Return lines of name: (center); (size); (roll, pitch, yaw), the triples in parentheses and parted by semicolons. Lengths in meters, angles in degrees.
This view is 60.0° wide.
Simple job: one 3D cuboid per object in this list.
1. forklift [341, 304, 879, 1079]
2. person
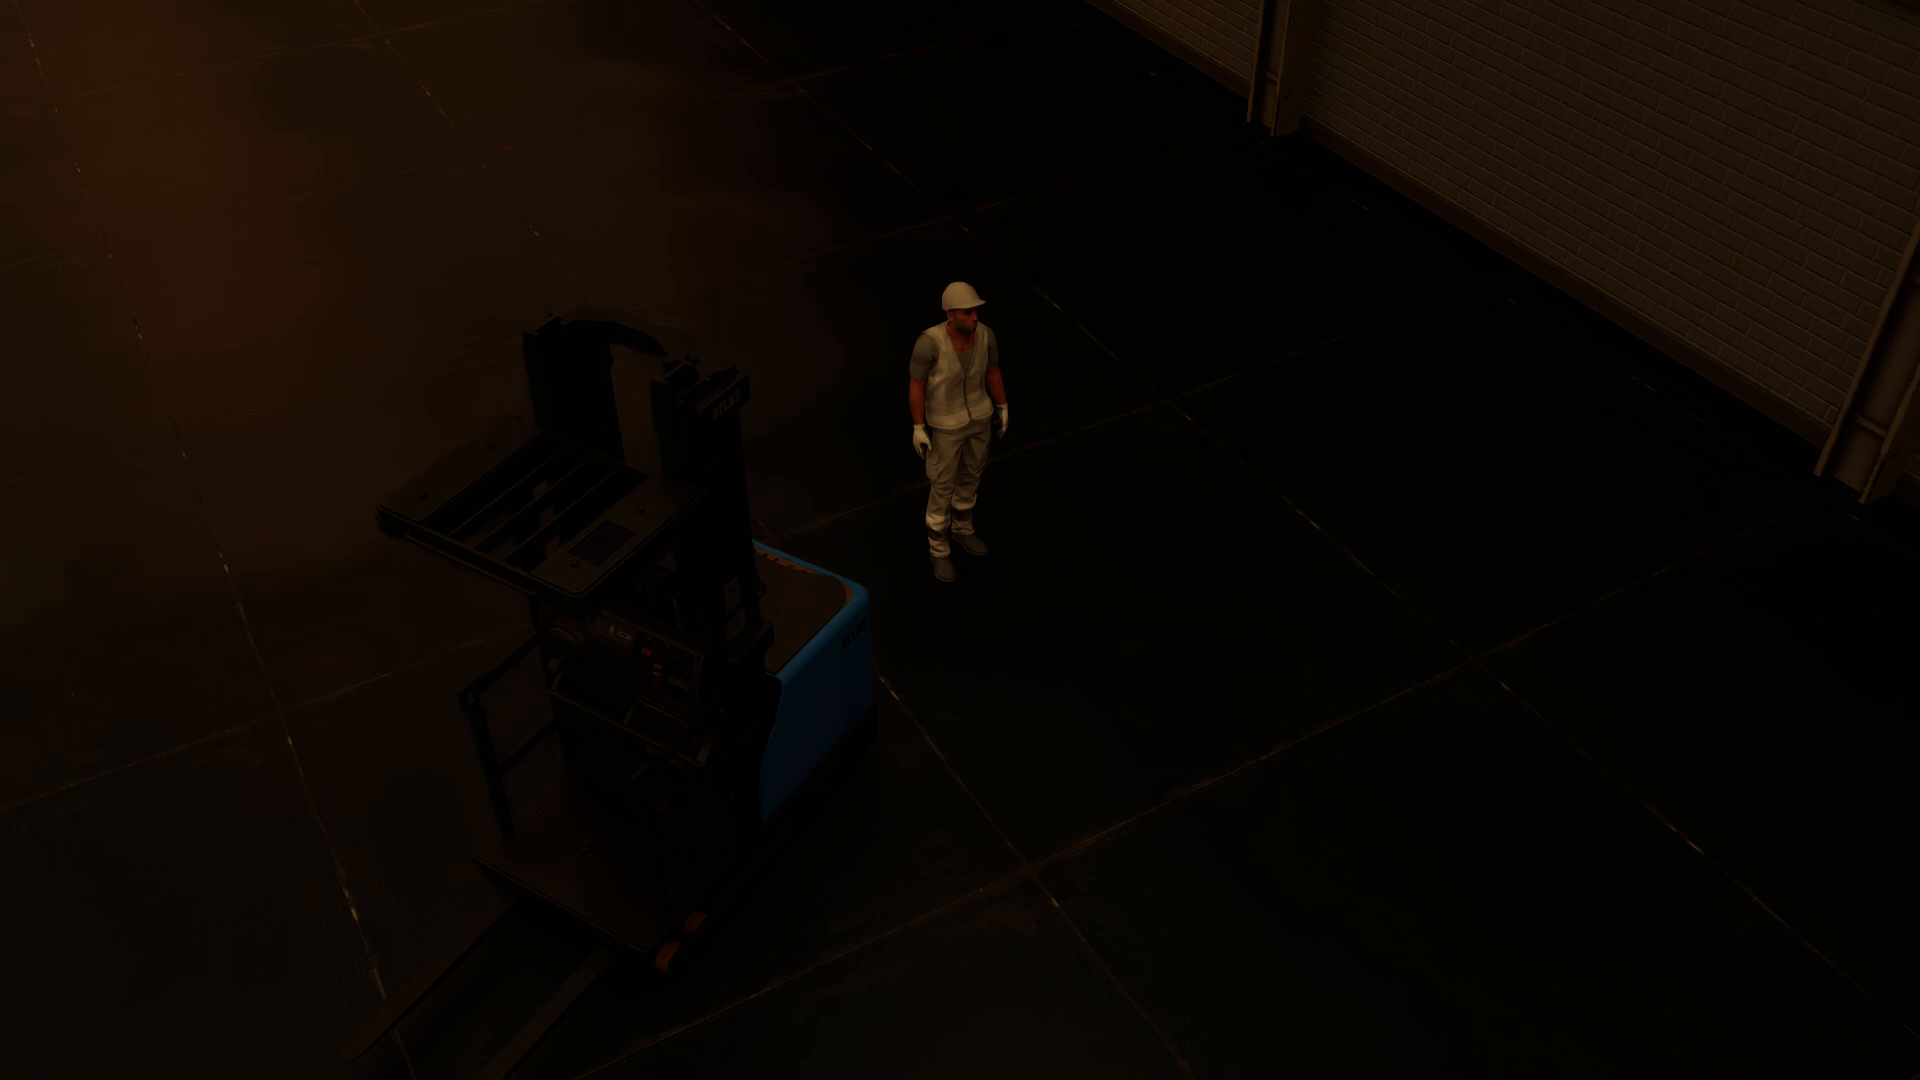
forklift: (-1.636, 0.580, 7.337); (1.130, 2.935, 3.031); (21, 44, 24)
person: (0.030, -0.646, 9.697); (0.637, 1.790, 0.562); (-20, 44, -23)
